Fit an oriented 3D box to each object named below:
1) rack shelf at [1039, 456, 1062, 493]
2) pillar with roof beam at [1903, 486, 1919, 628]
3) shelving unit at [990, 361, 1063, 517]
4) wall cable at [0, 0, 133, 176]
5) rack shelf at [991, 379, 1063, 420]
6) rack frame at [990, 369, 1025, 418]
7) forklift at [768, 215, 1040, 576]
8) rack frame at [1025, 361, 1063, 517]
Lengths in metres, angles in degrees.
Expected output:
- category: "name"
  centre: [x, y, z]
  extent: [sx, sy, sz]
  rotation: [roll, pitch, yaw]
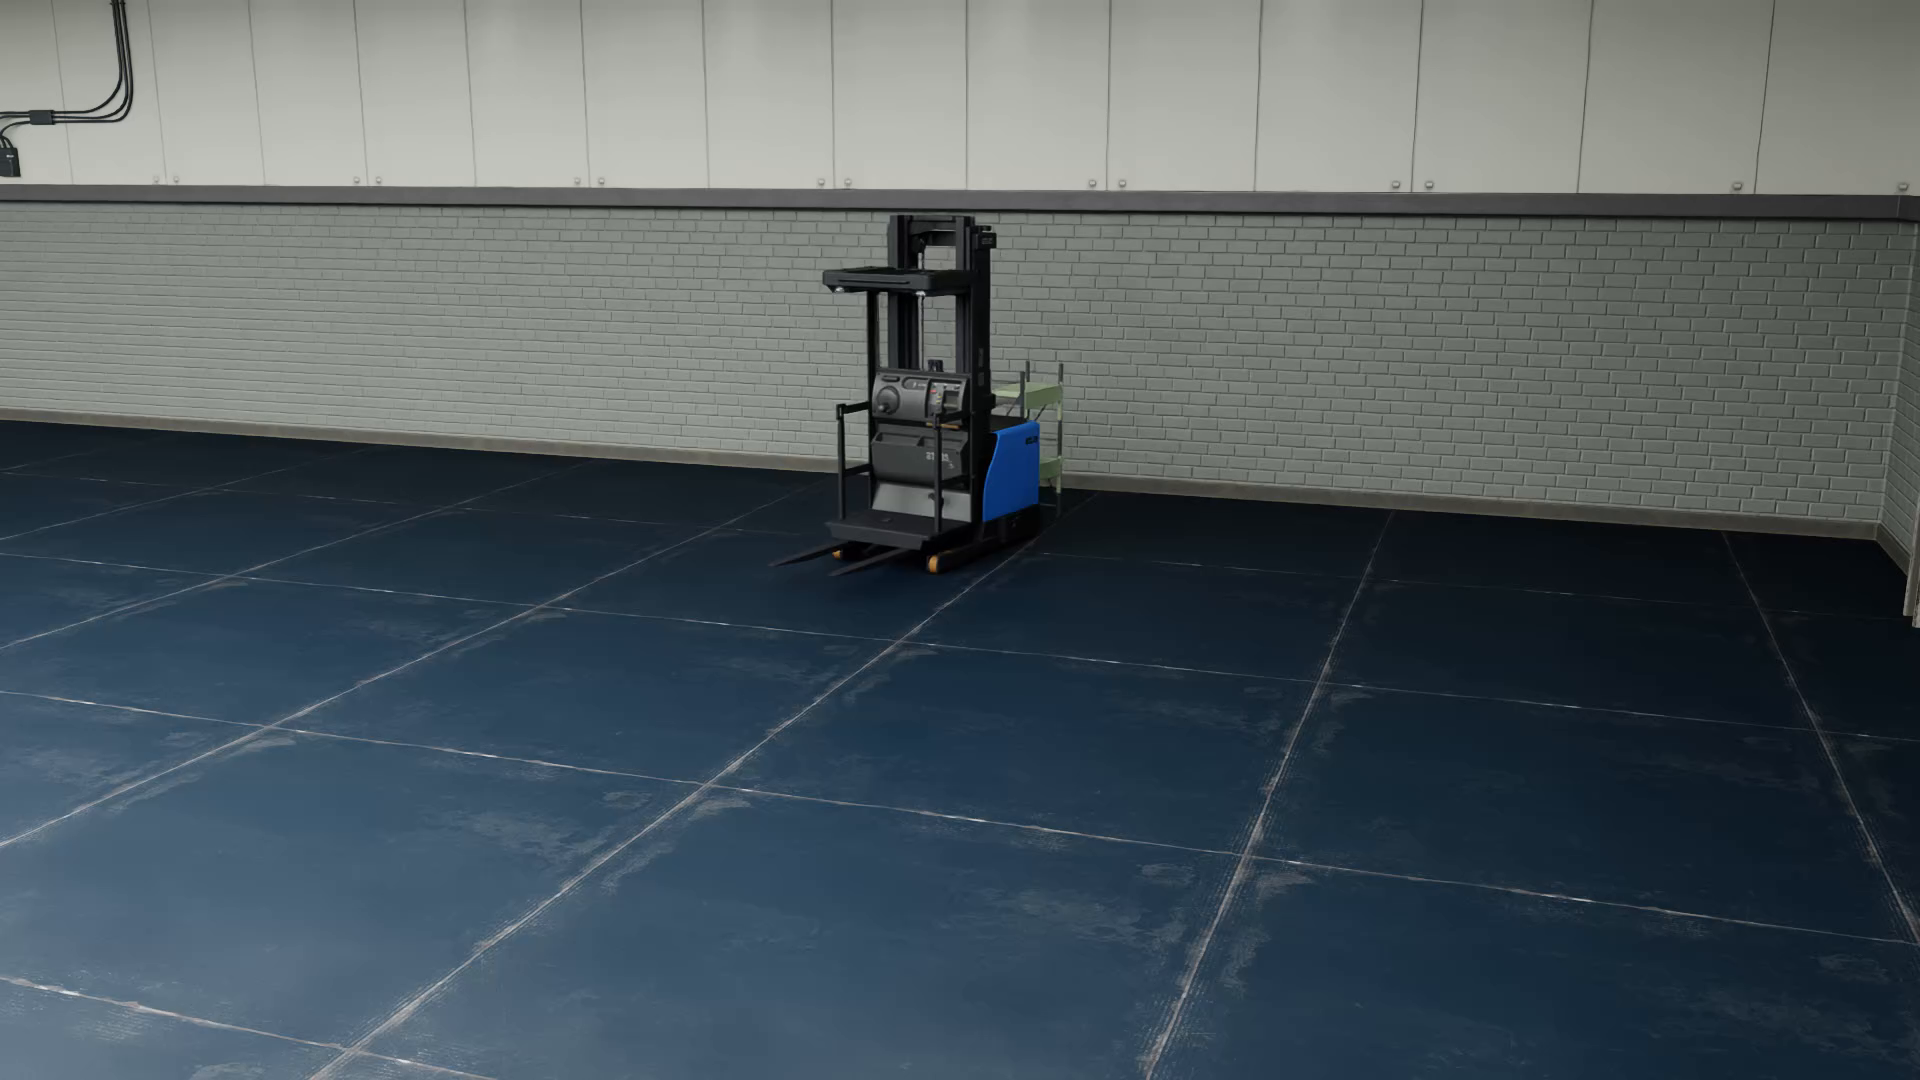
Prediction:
- category: "rack shelf"
  centre: [0.617, -0.594, 15.947]
  extent: [0.431, 0.370, 0.720]
  rotation: [8, 15, 31]
- category: "pillar with roof beam"
  centre: [3.250, -4.079, 12.897]
  extent: [9.100, 9.000, 0.400]
  rotation: [4, 14, 18]
- category: "shelving unit"
  centre: [0.617, -0.912, 15.874]
  extent: [0.431, 1.500, 0.755]
  rotation: [8, 15, 31]
- category: "wall cable"
  centre: [-11.300, -7.533, 20.388]
  extent: [2.305, 6.003, 0.169]
  rotation: [4, 14, 18]
- category: "rack shelf"
  centre: [0.617, -1.292, 15.787]
  extent: [0.431, 0.370, 0.720]
  rotation: [8, 15, 31]
- category: "rack frame"
  centre: [0.423, -0.843, 15.571]
  extent: [0.400, 1.500, 0.023]
  rotation: [8, 15, 31]
- category: "forklift"
  centre: [-0.462, -1.258, 14.174]
  extent: [1.130, 2.935, 3.031]
  rotation: [8, 15, 31]
- category: "rack frame"
  centre: [0.810, -0.981, 16.177]
  extent: [0.400, 1.500, 0.023]
  rotation: [8, 15, 31]
